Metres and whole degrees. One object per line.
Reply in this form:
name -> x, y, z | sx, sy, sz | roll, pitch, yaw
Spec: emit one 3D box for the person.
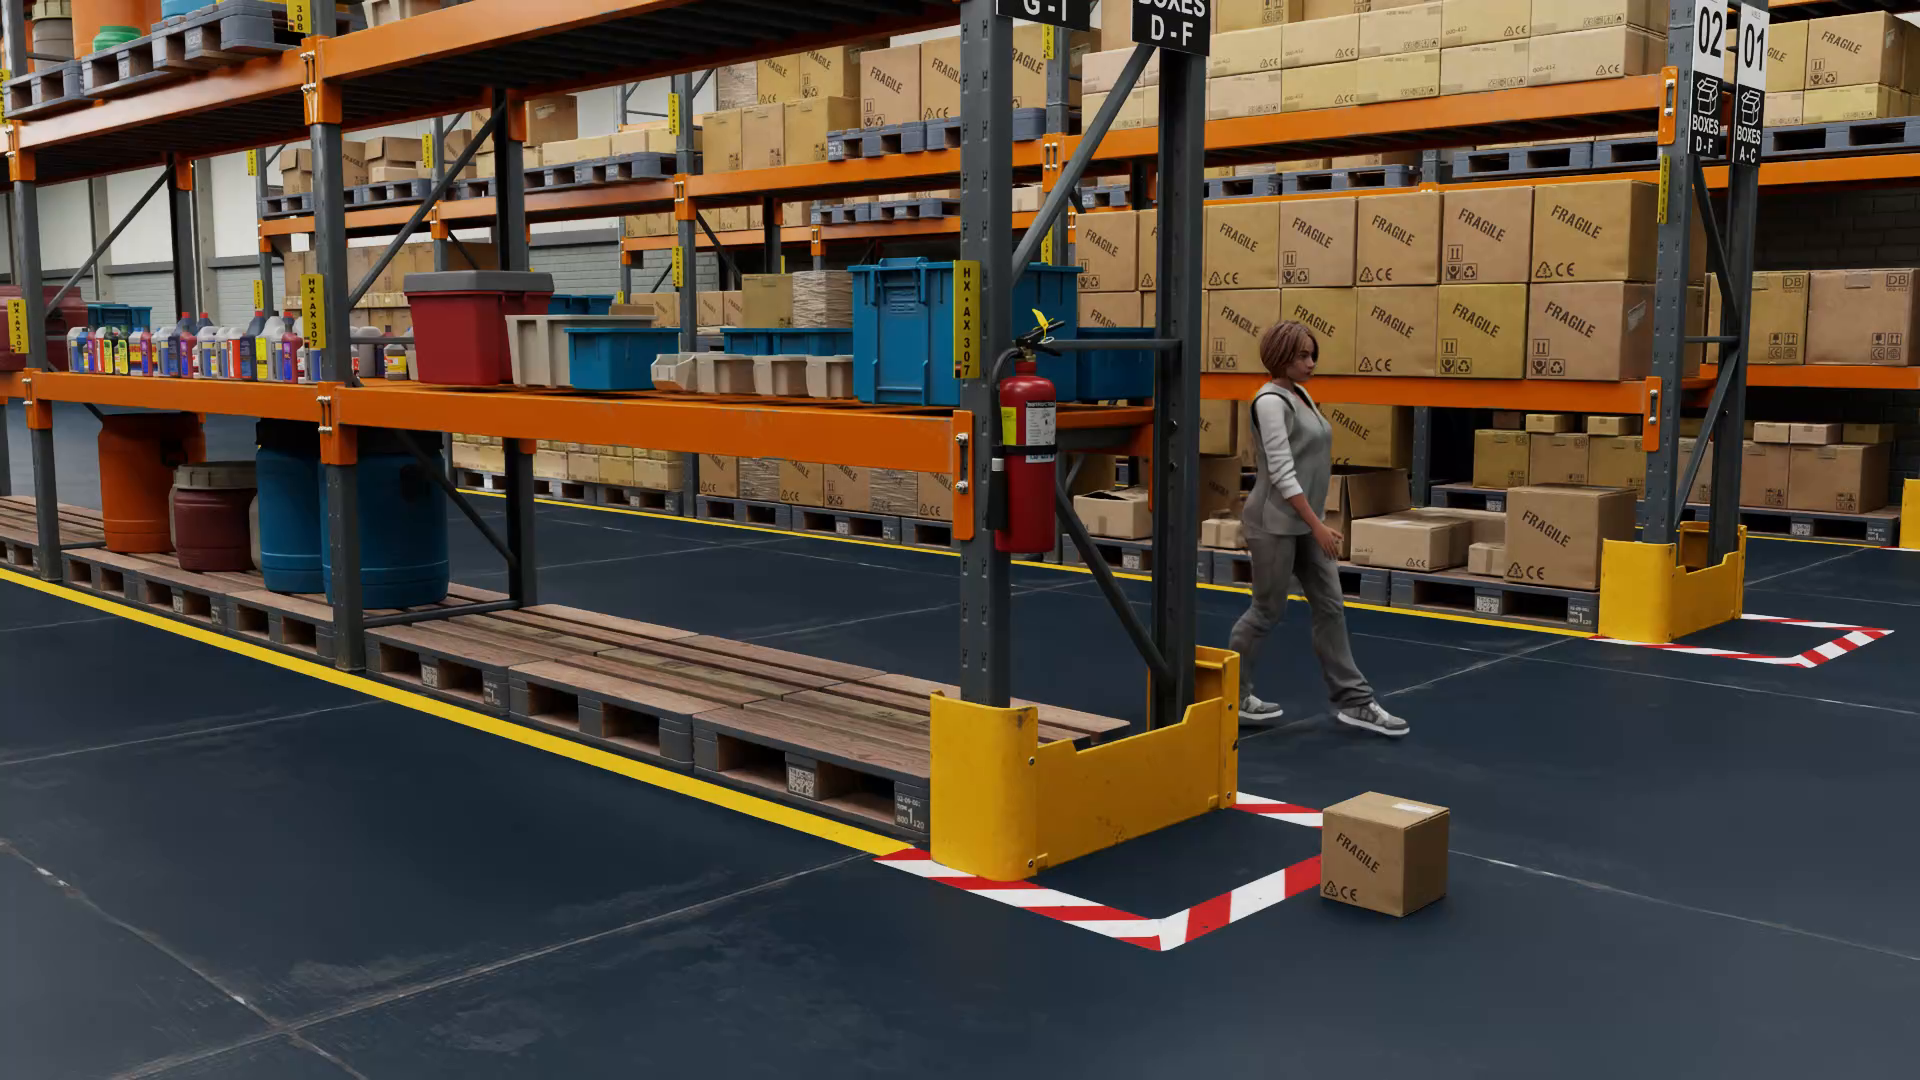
person -> 1.317, -0.038, 6.334 | 0.760, 1.560, 0.483 | 4, 8, 32
